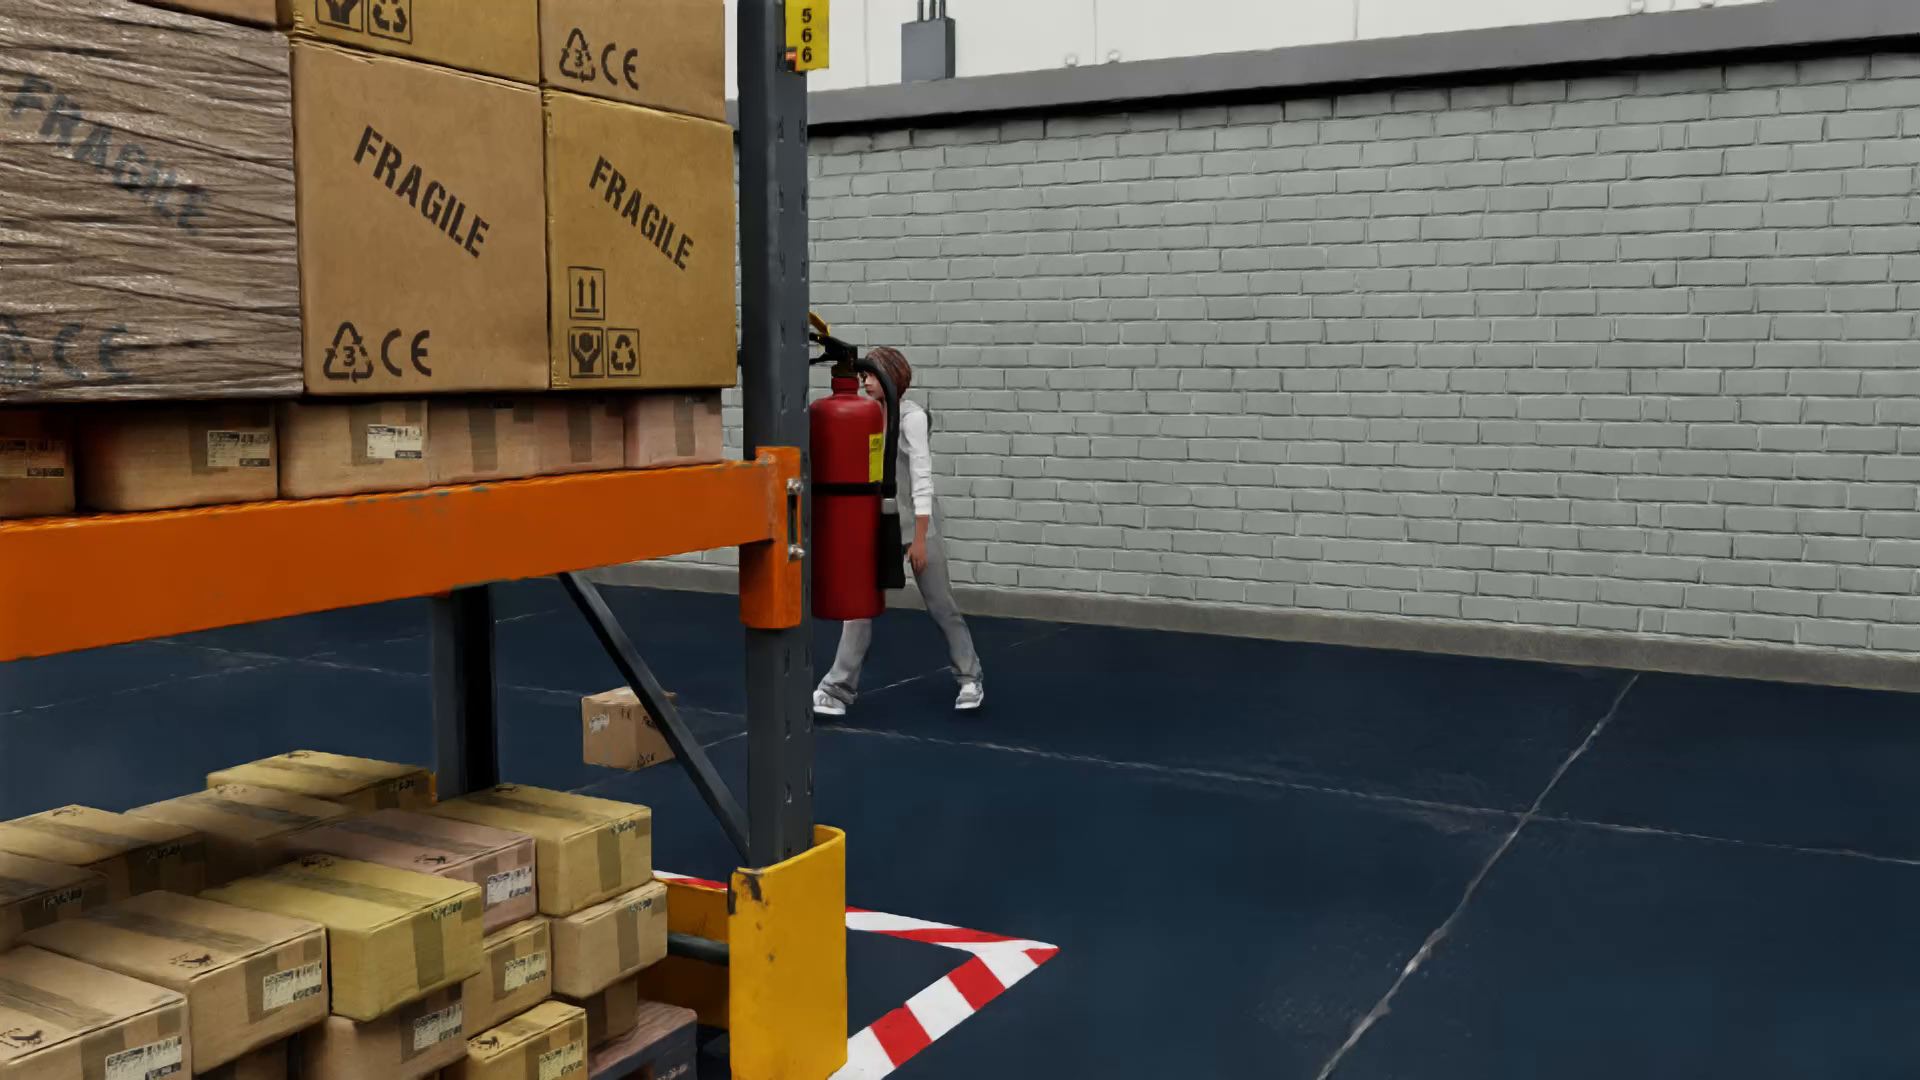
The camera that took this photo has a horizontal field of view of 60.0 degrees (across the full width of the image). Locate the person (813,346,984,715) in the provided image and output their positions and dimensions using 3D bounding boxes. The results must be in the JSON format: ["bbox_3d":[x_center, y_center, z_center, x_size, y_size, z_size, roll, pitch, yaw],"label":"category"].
[{"bbox_3d":[-0.273,-0.032,6.936,0.860,1.546,0.461,-5,8,-40],"label":"person"}]
